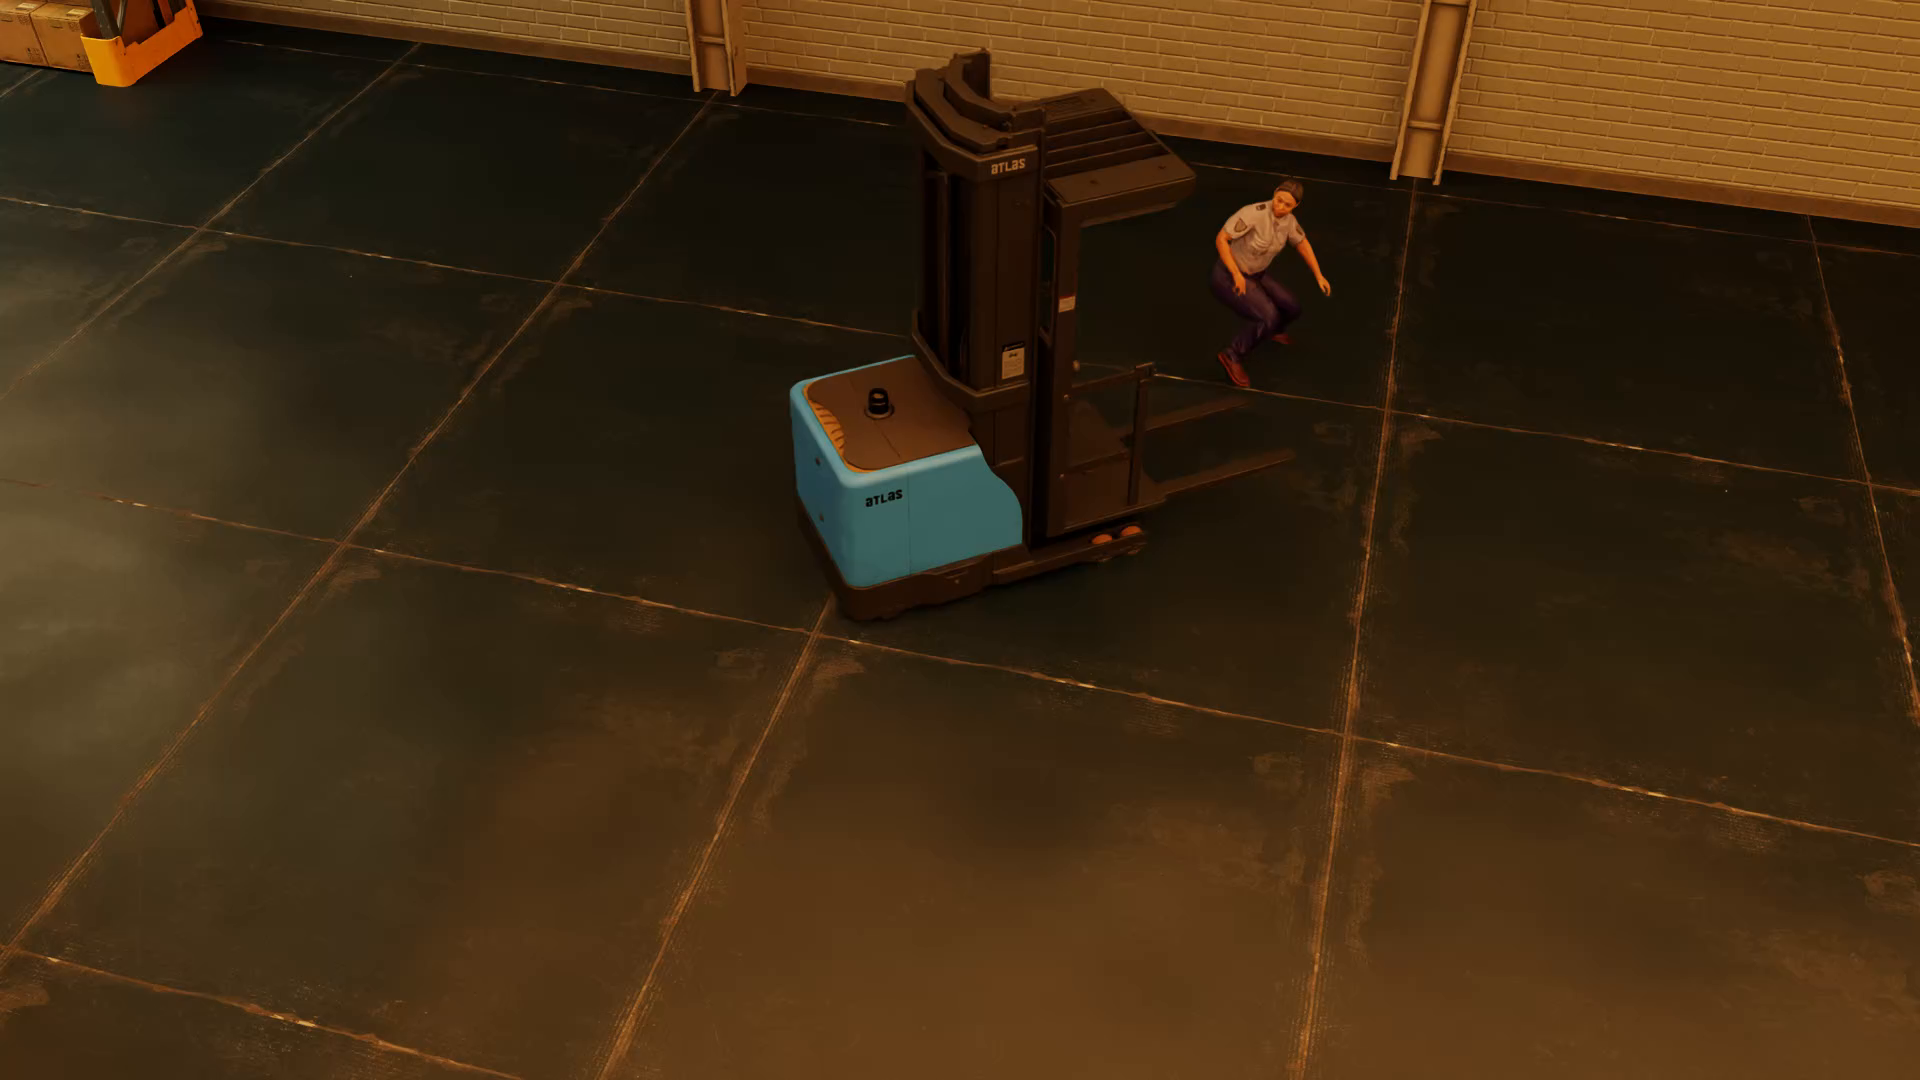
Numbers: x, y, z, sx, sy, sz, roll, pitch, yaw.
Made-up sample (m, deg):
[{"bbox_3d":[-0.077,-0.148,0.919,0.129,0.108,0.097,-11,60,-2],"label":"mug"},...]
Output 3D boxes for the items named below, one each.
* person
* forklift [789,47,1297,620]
[{"bbox_3d":[2.033,-1.743,11.052,0.645,1.438,0.854,32,50,31],"label":"person"},{"bbox_3d":[0.576,-1.277,9.318,3.031,2.935,1.130,-16,44,-17],"label":"forklift"}]
